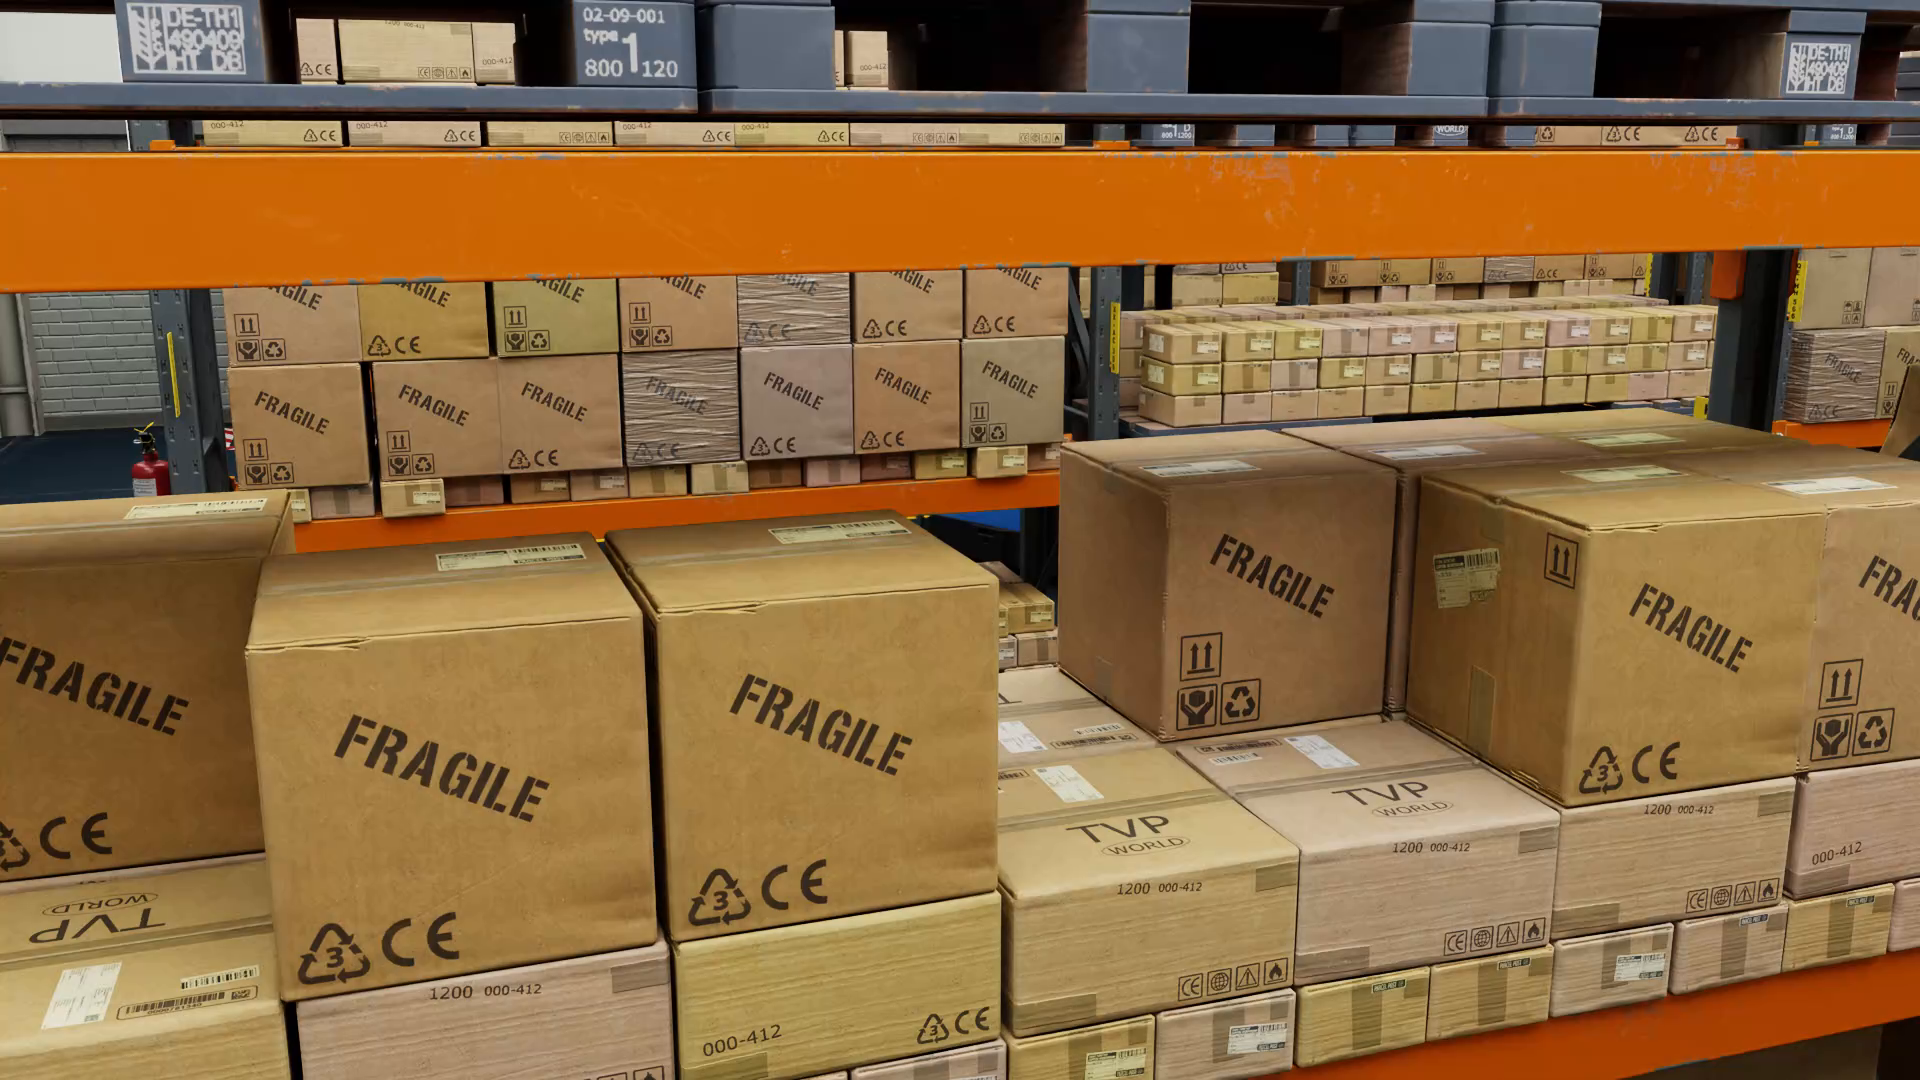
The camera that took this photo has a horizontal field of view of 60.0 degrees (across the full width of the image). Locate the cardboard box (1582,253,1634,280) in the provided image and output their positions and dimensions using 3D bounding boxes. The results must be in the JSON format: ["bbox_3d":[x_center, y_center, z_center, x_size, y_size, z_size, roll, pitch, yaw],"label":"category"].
[{"bbox_3d":[5.613,-2.585,14.763,0.500,0.500,0.500,-4,14,-18],"label":"cardboard box"}]

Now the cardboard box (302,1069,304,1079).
[{"bbox_3d":[-1.081,0.899,2.422,0.250,0.149,0.380,-5,14,-19],"label":"cardboard box"}]

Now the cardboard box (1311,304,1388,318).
[{"bbox_3d":[2.094,-1.180,8.972,0.250,0.149,0.380,-5,14,-21],"label":"cardboard box"}]

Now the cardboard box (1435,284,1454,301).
[{"bbox_3d":[4.047,-2.153,14.348,0.250,0.149,0.380,-4,14,-15],"label":"cardboard box"}]

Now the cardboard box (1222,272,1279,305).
[{"bbox_3d":[2.278,-2.092,13.701,0.500,0.250,0.500,-5,14,-18],"label":"cardboard box"}]

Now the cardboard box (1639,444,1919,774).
[{"bbox_3d":[1.676,0.111,3.255,0.500,0.500,0.500,-4,14,-16],"label":"cardboard box"}]

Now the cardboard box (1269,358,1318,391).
[{"bbox_3d":[1.549,-0.834,8.159,0.250,0.149,0.380,-4,14,-17],"label":"cardboard box"}]

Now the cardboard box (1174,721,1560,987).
[{"bbox_3d":[0.718,0.550,3.030,0.500,0.250,0.500,-4,14,-17],"label":"cardboard box"}]

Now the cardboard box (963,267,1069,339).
[{"bbox_3d":[0.181,-1.226,7.795,0.500,0.500,0.500,-5,14,-20],"label":"cardboard box"}]

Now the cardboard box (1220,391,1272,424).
[{"bbox_3d":[1.321,-0.672,8.122,0.250,0.149,0.380,-4,14,-17],"label":"cardboard box"}]

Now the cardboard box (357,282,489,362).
[{"bbox_3d":[-2.265,-1.038,7.006,0.500,0.500,0.500,-4,14,-16],"label":"cardboard box"}]

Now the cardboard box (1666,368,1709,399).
[{"bbox_3d":[3.774,-0.862,8.922,0.250,0.149,0.380,-4,14,-18],"label":"cardboard box"}]

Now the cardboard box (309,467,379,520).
[{"bbox_3d":[-2.612,-0.203,7.056,0.250,0.149,0.380,-4,14,-16],"label":"cardboard box"}]

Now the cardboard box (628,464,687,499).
[{"bbox_3d":[-1.377,-0.301,7.469,0.250,0.149,0.380,-4,14,-16],"label":"cardboard box"}]

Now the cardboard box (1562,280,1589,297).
[{"bbox_3d":[5.319,-2.230,14.673,0.250,0.149,0.380,-4,14,-18],"label":"cardboard box"}]

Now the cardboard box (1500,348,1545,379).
[{"bbox_3d":[2.786,-0.930,8.564,0.250,0.149,0.380,-4,14,-17],"label":"cardboard box"}]

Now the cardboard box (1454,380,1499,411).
[{"bbox_3d":[2.536,-0.766,8.516,0.250,0.149,0.380,-5,14,-21],"label":"cardboard box"}]

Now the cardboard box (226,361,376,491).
[{"bbox_3d":[-2.738,-0.511,6.950,0.500,0.500,0.500,-4,14,-15],"label":"cardboard box"}]

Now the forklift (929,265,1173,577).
[{"bbox_3d":[1.202,-1.165,10.708,3.031,2.935,1.130,12,18,42],"label":"forklift"}]

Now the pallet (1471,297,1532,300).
[{"bbox_3d":[4.520,-2.075,14.800,1.213,0.211,1.003,-4,14,-18],"label":"pallet"}]

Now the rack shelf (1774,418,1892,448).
[{"bbox_3d":[6.226,-0.733,10.297,4.000,0.370,1.077,-4,14,-18],"label":"rack shelf"}]

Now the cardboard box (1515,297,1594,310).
[{"bbox_3d":[3.343,-1.278,9.382,0.250,0.149,0.380,-5,14,-18],"label":"cardboard box"}]

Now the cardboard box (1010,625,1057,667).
[{"bbox_3d":[0.343,0.491,8.208,0.250,0.149,0.380,-4,14,-17],"label":"cardboard box"}]

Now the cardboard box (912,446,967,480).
[{"bbox_3d":[-0.138,-0.396,7.869,0.250,0.149,0.380,-4,14,-16],"label":"cardboard box"}]

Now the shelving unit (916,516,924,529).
[{"bbox_3d":[-0.020,-0.779,12.177,1.048,1.500,0.538,-10,17,-37],"label":"shelving unit"}]

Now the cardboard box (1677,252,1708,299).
[{"bbox_3d":[6.953,-2.474,15.201,0.500,0.500,0.500,-4,14,-18],"label":"cardboard box"}]

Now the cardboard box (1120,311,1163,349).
[{"bbox_3d":[0.858,-1.084,8.568,0.250,0.149,0.380,-4,14,-15],"label":"cardboard box"}]

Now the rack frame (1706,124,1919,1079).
[{"bbox_3d":[2.026,0.455,3.748,0.127,3.000,1.000,-4,14,-18],"label":"rack frame"}]

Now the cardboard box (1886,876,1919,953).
[{"bbox_3d":[1.841,0.672,3.380,0.250,0.149,0.380,-4,14,-18],"label":"cardboard box"}]

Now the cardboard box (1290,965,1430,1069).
[{"bbox_3d":[0.624,0.767,2.981,0.250,0.149,0.380,-5,14,-19],"label":"cardboard box"}]

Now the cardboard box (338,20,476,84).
[{"bbox_3d":[-2.258,-1.989,6.783,0.500,0.250,0.500,-5,14,-19],"label":"cardboard box"}]

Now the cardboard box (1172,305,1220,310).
[{"bbox_3d":[1.781,-1.805,13.574,0.500,0.250,0.500,-4,14,-17],"label":"cardboard box"}]

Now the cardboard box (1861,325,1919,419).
[{"bbox_3d":[5.324,-0.996,9.633,0.500,0.500,0.500,-5,14,-19],"label":"cardboard box"}]

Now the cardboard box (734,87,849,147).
[{"bbox_3d":[-0.797,-1.859,7.319,0.500,0.250,0.500,-5,14,-19],"label":"cardboard box"}]

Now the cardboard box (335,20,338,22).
[{"bbox_3d":[-2.624,-2.157,6.630,0.250,0.149,0.380,-4,14,-16],"label":"cardboard box"}]

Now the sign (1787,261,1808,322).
[{"bbox_3d":[4.513,-1.342,8.971,0.005,0.325,0.100,-4,14,-18],"label":"sign"}]

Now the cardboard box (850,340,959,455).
[{"bbox_3d":[-0.321,-0.698,7.736,0.500,0.500,0.500,-5,14,-20],"label":"cardboard box"}]

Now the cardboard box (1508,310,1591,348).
[{"bbox_3d":[3.043,-1.096,8.617,0.250,0.149,0.380,-4,14,-18],"label":"cardboard box"}]

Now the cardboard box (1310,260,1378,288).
[{"bbox_3d":[3.157,-2.394,13.958,0.500,0.500,0.500,-5,14,-20],"label":"cardboard box"}]

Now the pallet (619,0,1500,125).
[{"bbox_3d":[0.093,-0.814,2.792,1.213,0.211,1.003,-4,14,-18],"label":"pallet"}]

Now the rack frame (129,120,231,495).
[{"bbox_3d":[-3.251,-0.345,7.111,0.127,3.000,1.000,-4,14,-18],"label":"rack frame"}]

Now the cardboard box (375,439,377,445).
[{"bbox_3d":[-4.332,-0.452,12.189,0.875,0.438,0.875,-5,14,-20],"label":"cardboard box"}]

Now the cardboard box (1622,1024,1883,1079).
[{"bbox_3d":[1.375,1.316,3.814,0.875,0.875,0.875,-4,14,-18],"label":"cardboard box"}]

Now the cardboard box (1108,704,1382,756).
[{"bbox_3d":[0.535,0.436,3.511,0.500,0.250,0.500,-4,14,-17],"label":"cardboard box"}]

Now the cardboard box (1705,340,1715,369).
[{"bbox_3d":[4.008,-1.026,8.966,0.250,0.149,0.380,-4,14,-17],"label":"cardboard box"}]

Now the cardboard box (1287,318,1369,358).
[{"bbox_3d":[1.803,-0.998,8.207,0.250,0.149,0.380,-5,14,-19],"label":"cardboard box"}]

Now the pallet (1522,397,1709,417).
[{"bbox_3d":[3.689,-0.766,9.296,1.003,0.211,1.213,-4,14,-18],"label":"pallet"}]
